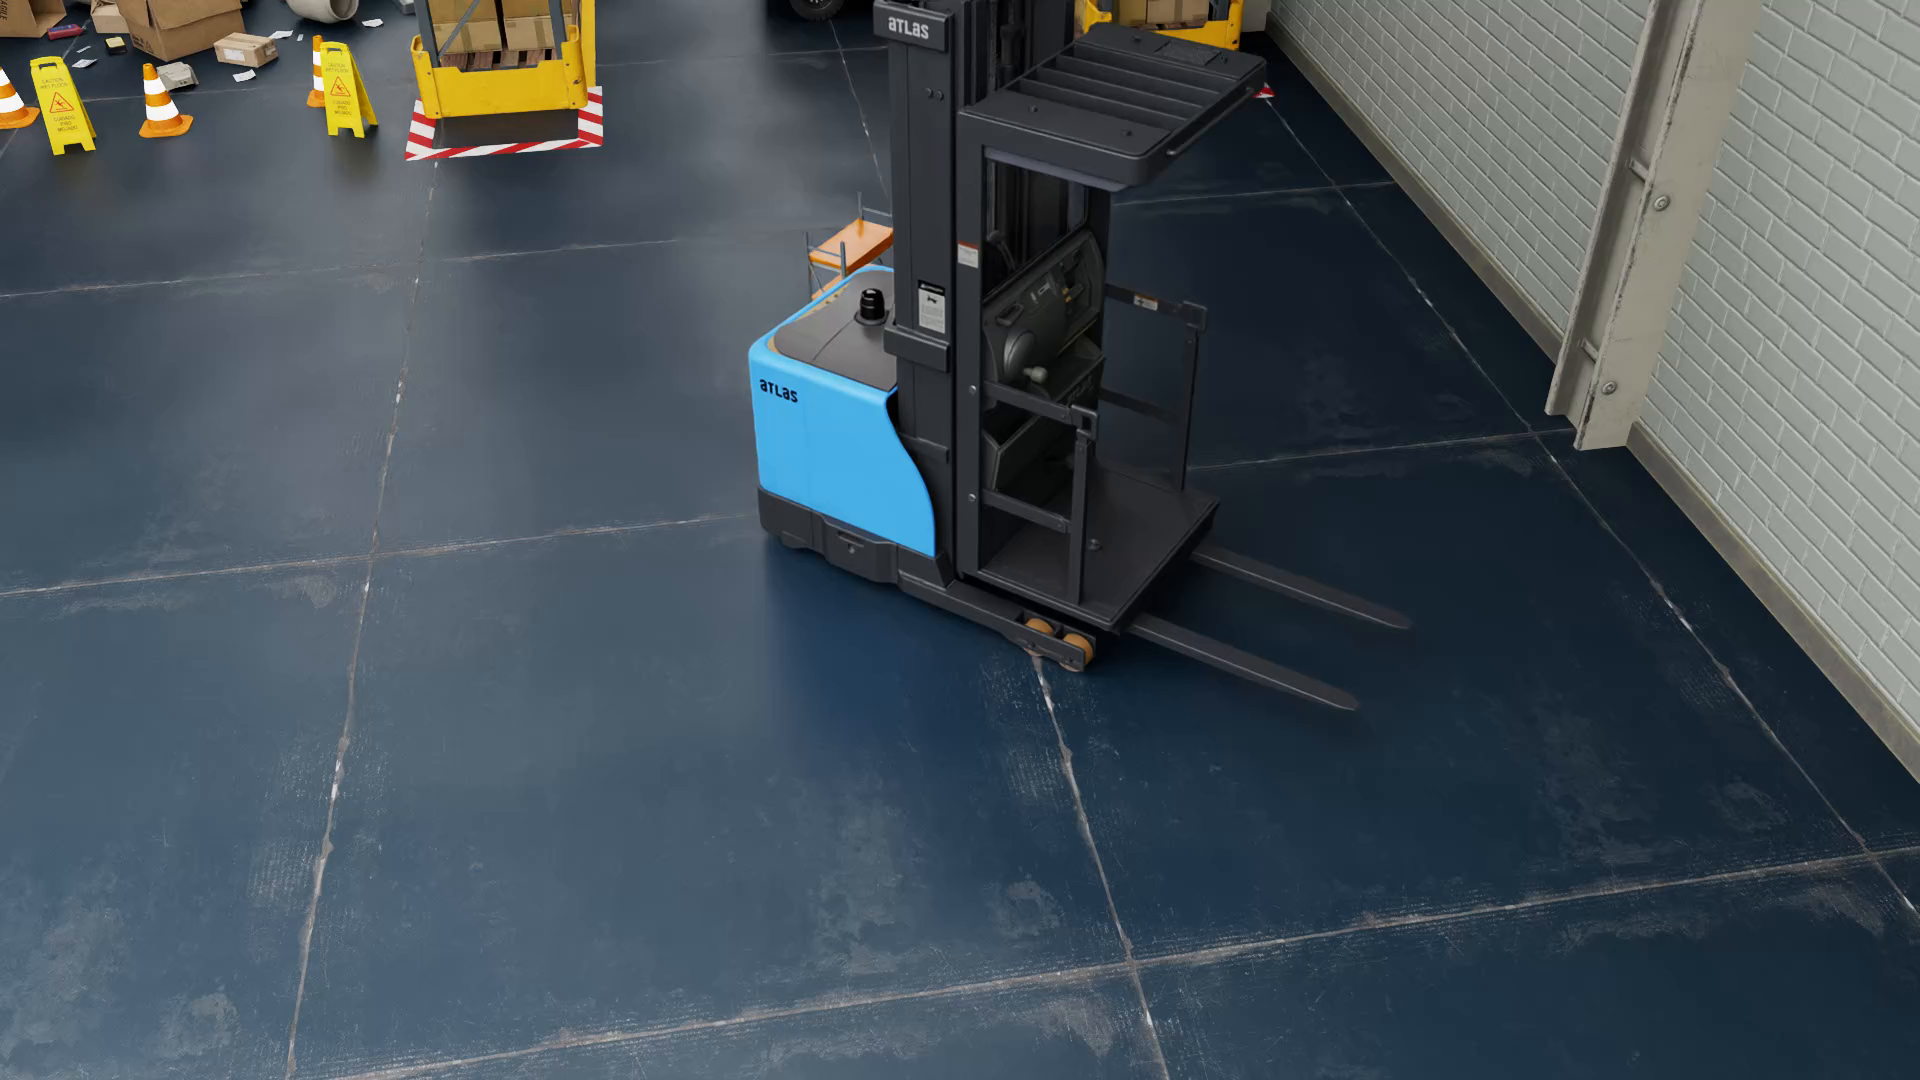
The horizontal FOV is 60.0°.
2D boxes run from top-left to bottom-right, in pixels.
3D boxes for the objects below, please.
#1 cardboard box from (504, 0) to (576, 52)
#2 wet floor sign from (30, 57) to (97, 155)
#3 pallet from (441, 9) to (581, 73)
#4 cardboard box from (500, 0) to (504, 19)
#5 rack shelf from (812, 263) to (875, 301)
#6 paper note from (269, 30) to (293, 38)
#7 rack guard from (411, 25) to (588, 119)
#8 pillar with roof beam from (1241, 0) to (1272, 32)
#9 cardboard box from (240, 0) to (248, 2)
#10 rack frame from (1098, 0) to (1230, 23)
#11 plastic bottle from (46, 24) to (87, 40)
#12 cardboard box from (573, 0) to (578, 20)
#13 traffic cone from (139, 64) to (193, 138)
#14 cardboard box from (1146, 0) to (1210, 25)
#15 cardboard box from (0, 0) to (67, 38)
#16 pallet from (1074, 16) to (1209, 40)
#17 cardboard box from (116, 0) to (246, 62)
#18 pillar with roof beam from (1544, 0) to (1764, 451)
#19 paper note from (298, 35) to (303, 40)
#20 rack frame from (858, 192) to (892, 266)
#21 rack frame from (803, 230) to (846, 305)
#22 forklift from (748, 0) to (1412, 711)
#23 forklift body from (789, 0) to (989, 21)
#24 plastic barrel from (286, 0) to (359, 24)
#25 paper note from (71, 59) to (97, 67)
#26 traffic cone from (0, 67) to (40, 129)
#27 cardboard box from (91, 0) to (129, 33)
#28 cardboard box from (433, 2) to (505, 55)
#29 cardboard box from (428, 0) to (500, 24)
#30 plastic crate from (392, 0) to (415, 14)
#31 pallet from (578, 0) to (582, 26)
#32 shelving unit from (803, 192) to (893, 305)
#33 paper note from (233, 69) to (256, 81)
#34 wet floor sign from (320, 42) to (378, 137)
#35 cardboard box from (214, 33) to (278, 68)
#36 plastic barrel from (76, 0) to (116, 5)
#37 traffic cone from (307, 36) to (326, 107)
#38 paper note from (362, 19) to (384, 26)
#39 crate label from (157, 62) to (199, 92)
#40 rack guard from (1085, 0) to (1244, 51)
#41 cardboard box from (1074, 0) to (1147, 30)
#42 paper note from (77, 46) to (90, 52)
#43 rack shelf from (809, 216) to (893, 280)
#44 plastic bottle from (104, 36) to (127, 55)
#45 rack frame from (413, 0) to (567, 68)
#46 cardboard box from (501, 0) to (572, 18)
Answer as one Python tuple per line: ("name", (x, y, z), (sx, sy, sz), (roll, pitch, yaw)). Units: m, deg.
("cardboard box", (-3.204, -3.959, 12.700), (0.500, 0.250, 0.500), (-7, 38, -8))
("wet floor sign", (-6.236, -3.035, 11.530), (0.267, 0.644, 0.232), (-13, 40, -16))
("pallet", (-3.455, -3.801, 12.871), (1.003, 0.211, 1.213), (-6, 38, -8))
("cardboard box", (-3.824, -4.215, 13.030), (0.500, 0.250, 0.500), (-6, 38, -8))
("rack shelf", (-0.539, -1.257, 8.535), (0.258, 0.148, 0.480), (20, 42, 24))
("paper note", (-5.461, -4.071, 13.375), (0.148, 0.019, 0.142), (6, 38, 8))
("rack guard", (-3.348, -3.421, 12.146), (1.175, 0.500, 0.348), (-6, 38, -8))
("pillar with roof beam", (-1.921, -7.322, 10.240), (9.100, 9.000, 0.400), (-6, 38, -8))
("cardboard box", (-6.307, -4.783, 13.785), (0.797, 0.637, 0.503), (-6, 38, -8))
("rack frame", (1.552, -4.898, 12.010), (1.000, 3.000, 0.127), (-6, 38, -8))
("plastic bottle", (-7.175, -4.090, 13.365), (0.283, 0.061, 0.133), (-20, 42, -23))
("cardboard box", (-3.286, -4.268, 13.098), (0.500, 0.250, 0.500), (-5, 38, -6))
("traffic cone", (-5.713, -3.157, 11.836), (0.336, 0.463, 0.334), (-6, 38, -8))
("cardboard box", (1.658, -4.296, 13.134), (0.500, 0.250, 0.500), (-6, 38, -8))
("cardboard box", (-7.609, -4.371, 13.367), (0.500, 0.500, 0.500), (0, 38, 0))
("pallet", (1.376, -4.255, 13.454), (1.003, 0.211, 1.213), (-6, 38, -8))
("cardboard box", (-6.135, -4.165, 13.101), (0.637, 0.503, 0.797), (27, 45, 30))
("pillar with roof beam", (-0.869, -3.698, 5.575), (9.100, 9.000, 0.400), (-6, 38, -8))
("paper note", (-5.286, -4.028, 13.326), (0.032, 0.001, 0.123), (-6, 38, -8))
("rack frame", (-0.414, -1.262, 8.796), (0.240, 1.200, 0.015), (20, 42, 24))
("rack frame", (-0.663, -1.004, 8.465), (0.240, 1.200, 0.015), (20, 42, 24))
("forklift", (0.539, -0.947, 6.980), (3.031, 2.935, 1.130), (21, 43, 25))
("forklift body", (-0.577, -5.512, 13.492), (2.313, 2.155, 1.214), (-6, 38, -8))
("plastic barrel", (-5.187, -4.430, 13.507), (0.512, 0.421, 0.421), (19, 42, 23))
("paper note", (-6.786, -3.700, 12.889), (0.144, 0.017, 0.142), (6, 38, 8))
("traffic cone", (-6.885, -3.241, 11.944), (0.336, 0.463, 0.334), (-6, 38, -8))
("cardboard box", (-6.777, -4.265, 13.423), (0.396, 0.266, 0.258), (0, 38, 0))
("cardboard box", (-3.745, -3.916, 12.645), (0.500, 0.250, 0.500), (-6, 38, -8))
("cardboard box", (-3.732, -4.194, 12.391), (0.500, 0.500, 0.500), (-6, 38, -8))
("plastic crate", (-4.568, -4.589, 13.991), (0.402, 0.080, 0.583), (-20, 42, -23))
("pallet", (-3.666, -4.537, 13.818), (1.003, 0.211, 1.213), (-6, 38, -8))
("shelving unit", (-0.539, -1.133, 8.631), (0.258, 1.200, 0.503), (20, 42, 24))
("paper note", (-5.460, -3.547, 12.690), (0.148, 0.019, 0.142), (-20, 42, -23))
("wet floor sign", (-4.355, -3.203, 11.746), (0.267, 0.644, 0.232), (6, 38, 8))
("cardboard box", (-5.553, -3.810, 12.933), (0.380, 0.149, 0.250), (13, 40, 16))
("plastic barrel", (-7.182, -4.647, 13.787), (0.512, 0.421, 0.421), (19, 42, 23))
("traffic cone", (-4.680, -3.481, 12.254), (0.336, 0.463, 0.334), (-6, 38, -8))
("paper note", (-4.787, -4.222, 13.559), (0.142, 0.019, 0.148), (-20, 42, -23))
("crate label", (-5.912, -3.496, 12.539), (0.250, 0.136, 0.298), (-27, 45, -31))
("rack guard", (1.556, -3.897, 12.758), (1.175, 0.500, 0.348), (-6, 38, -8))
("cardboard box", (1.158, -4.228, 13.046), (0.500, 0.250, 0.500), (-6, 38, -8))
("paper note", (-6.918, -3.874, 13.129), (0.032, 0.001, 0.123), (13, 40, 16))
("rack shelf", (-0.539, -1.444, 8.390), (0.258, 0.148, 0.480), (20, 42, 24))
("plastic bottle", (-6.679, -3.916, 13.141), (0.133, 0.061, 0.283), (-20, 42, -23))
("rack frame", (-3.334, -4.362, 11.320), (1.000, 3.000, 0.127), (-6, 38, -8))
("cardboard box", (-3.208, -4.270, 12.488), (0.500, 0.500, 0.500), (-7, 38, -9))
